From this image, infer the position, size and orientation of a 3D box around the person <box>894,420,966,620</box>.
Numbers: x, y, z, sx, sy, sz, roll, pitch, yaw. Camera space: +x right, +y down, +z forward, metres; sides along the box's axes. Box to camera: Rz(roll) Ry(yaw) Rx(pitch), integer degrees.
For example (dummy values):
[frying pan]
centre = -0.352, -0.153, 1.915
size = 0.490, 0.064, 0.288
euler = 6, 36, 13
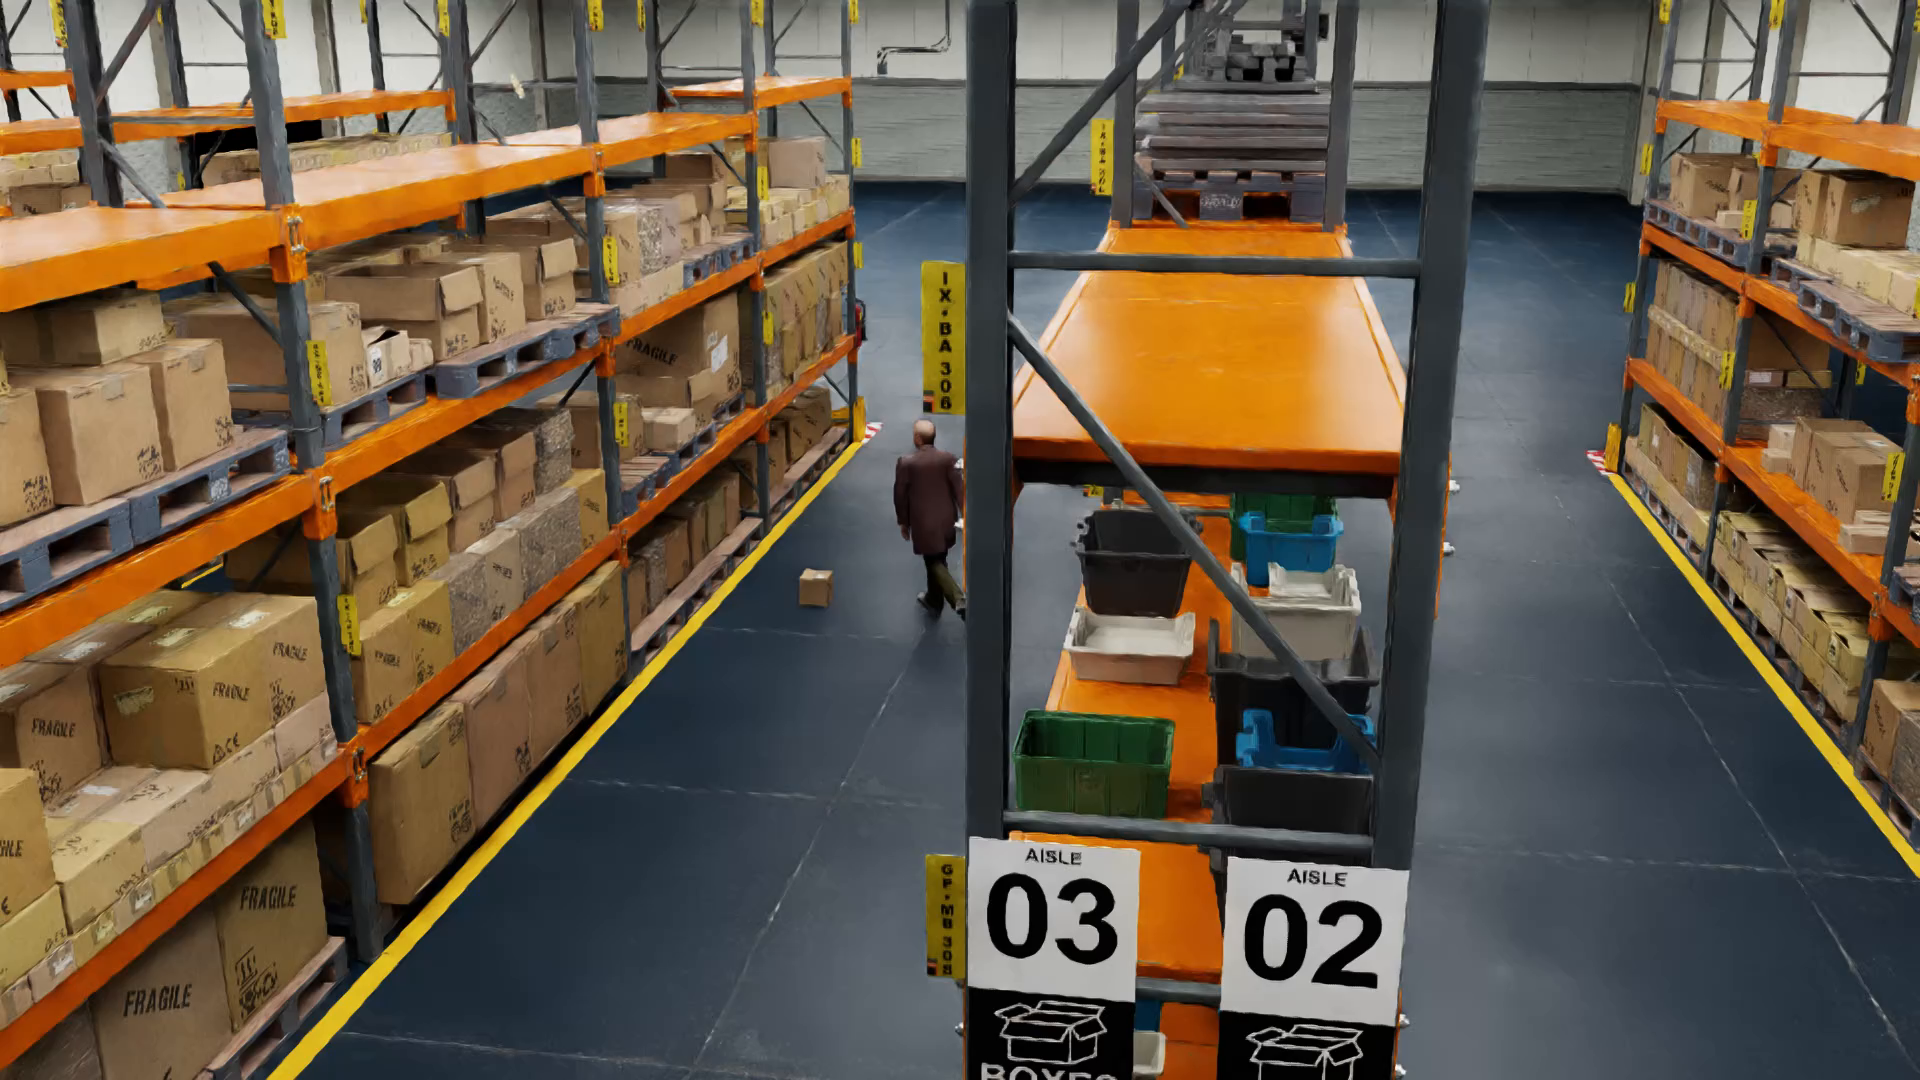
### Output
[person]
centre = -0.208, -0.134, 14.050
size = 0.659, 1.745, 0.947
euler = -7, 19, -22
